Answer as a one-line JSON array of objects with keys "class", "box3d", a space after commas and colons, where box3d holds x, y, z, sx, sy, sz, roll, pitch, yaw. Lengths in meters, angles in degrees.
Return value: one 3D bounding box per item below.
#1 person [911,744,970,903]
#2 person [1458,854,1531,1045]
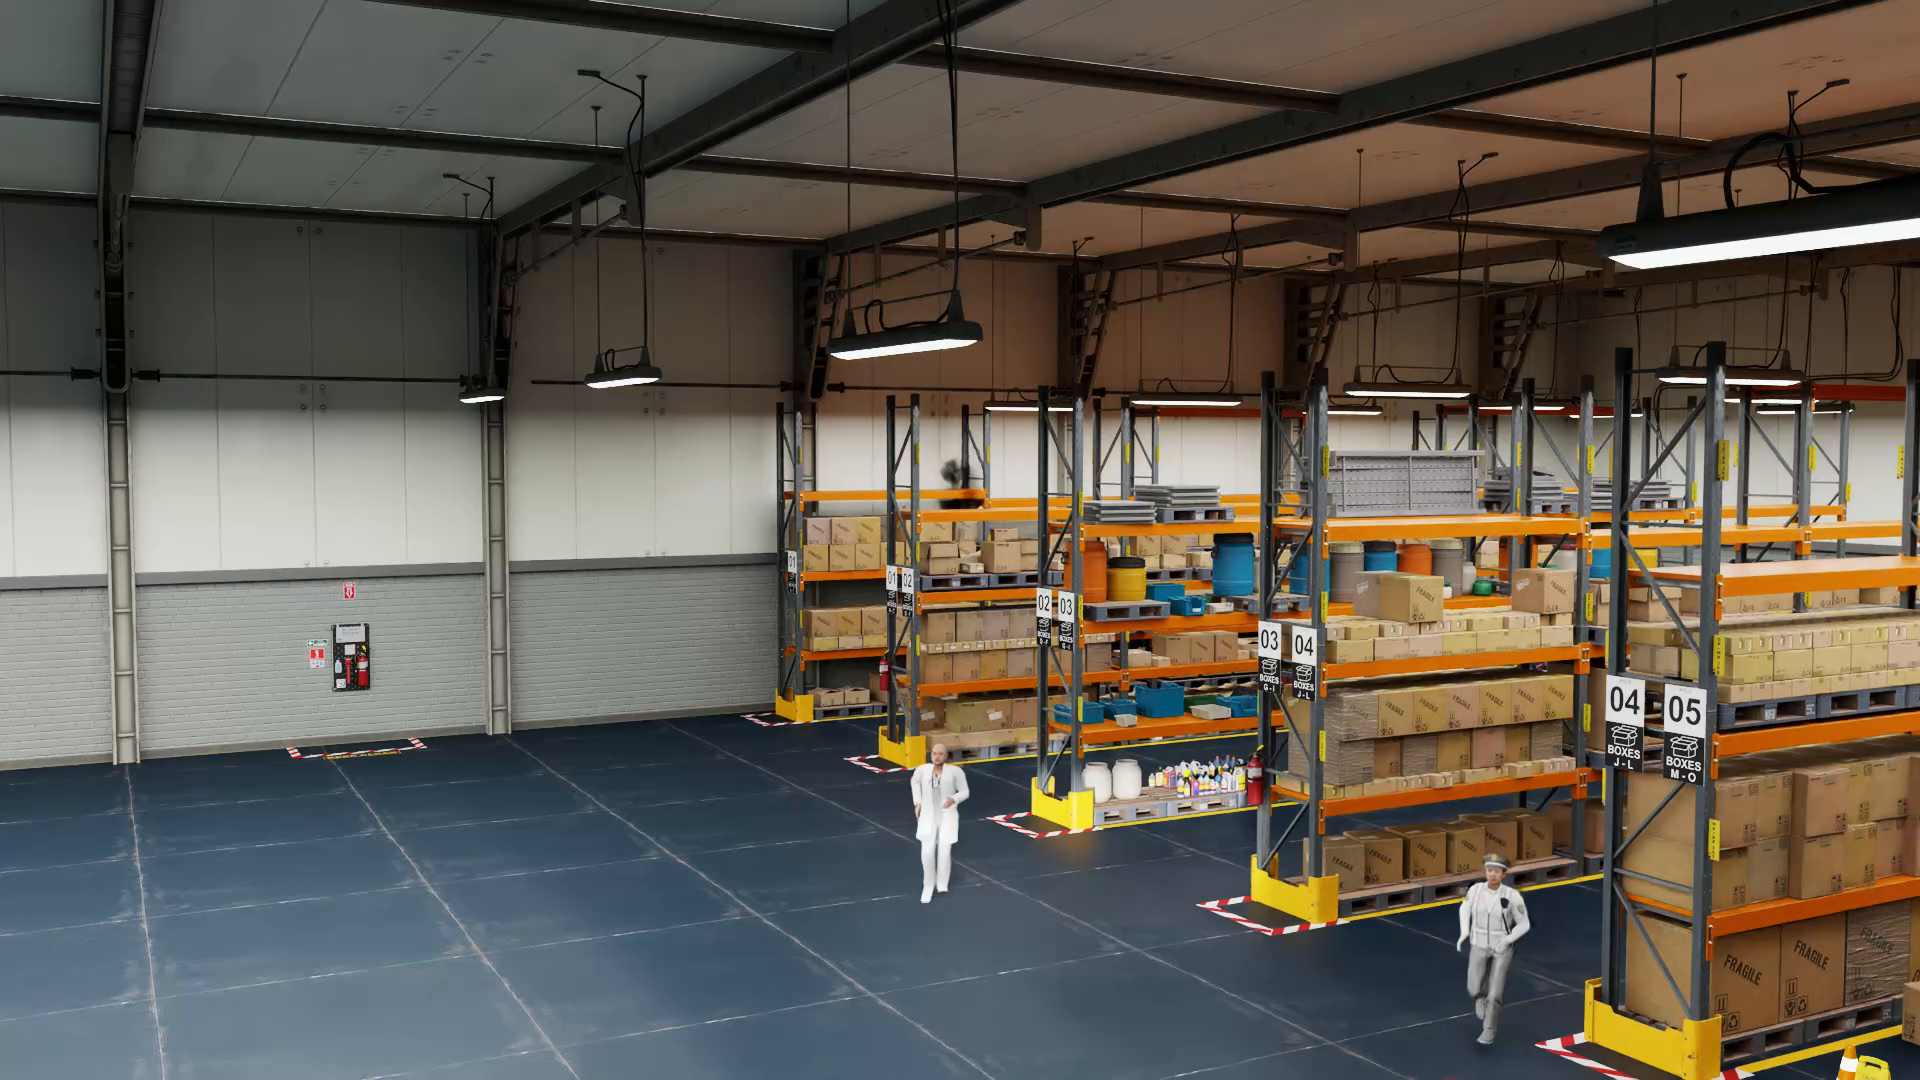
[{"class": "person", "box3d": [-0.235, 3.223, 18.921, 0.693, 1.823, 0.808, 0, 3, 4]}, {"class": "person", "box3d": [4.614, 3.531, 14.427, 0.626, 1.654, 0.554, 2, 4, 31]}]
